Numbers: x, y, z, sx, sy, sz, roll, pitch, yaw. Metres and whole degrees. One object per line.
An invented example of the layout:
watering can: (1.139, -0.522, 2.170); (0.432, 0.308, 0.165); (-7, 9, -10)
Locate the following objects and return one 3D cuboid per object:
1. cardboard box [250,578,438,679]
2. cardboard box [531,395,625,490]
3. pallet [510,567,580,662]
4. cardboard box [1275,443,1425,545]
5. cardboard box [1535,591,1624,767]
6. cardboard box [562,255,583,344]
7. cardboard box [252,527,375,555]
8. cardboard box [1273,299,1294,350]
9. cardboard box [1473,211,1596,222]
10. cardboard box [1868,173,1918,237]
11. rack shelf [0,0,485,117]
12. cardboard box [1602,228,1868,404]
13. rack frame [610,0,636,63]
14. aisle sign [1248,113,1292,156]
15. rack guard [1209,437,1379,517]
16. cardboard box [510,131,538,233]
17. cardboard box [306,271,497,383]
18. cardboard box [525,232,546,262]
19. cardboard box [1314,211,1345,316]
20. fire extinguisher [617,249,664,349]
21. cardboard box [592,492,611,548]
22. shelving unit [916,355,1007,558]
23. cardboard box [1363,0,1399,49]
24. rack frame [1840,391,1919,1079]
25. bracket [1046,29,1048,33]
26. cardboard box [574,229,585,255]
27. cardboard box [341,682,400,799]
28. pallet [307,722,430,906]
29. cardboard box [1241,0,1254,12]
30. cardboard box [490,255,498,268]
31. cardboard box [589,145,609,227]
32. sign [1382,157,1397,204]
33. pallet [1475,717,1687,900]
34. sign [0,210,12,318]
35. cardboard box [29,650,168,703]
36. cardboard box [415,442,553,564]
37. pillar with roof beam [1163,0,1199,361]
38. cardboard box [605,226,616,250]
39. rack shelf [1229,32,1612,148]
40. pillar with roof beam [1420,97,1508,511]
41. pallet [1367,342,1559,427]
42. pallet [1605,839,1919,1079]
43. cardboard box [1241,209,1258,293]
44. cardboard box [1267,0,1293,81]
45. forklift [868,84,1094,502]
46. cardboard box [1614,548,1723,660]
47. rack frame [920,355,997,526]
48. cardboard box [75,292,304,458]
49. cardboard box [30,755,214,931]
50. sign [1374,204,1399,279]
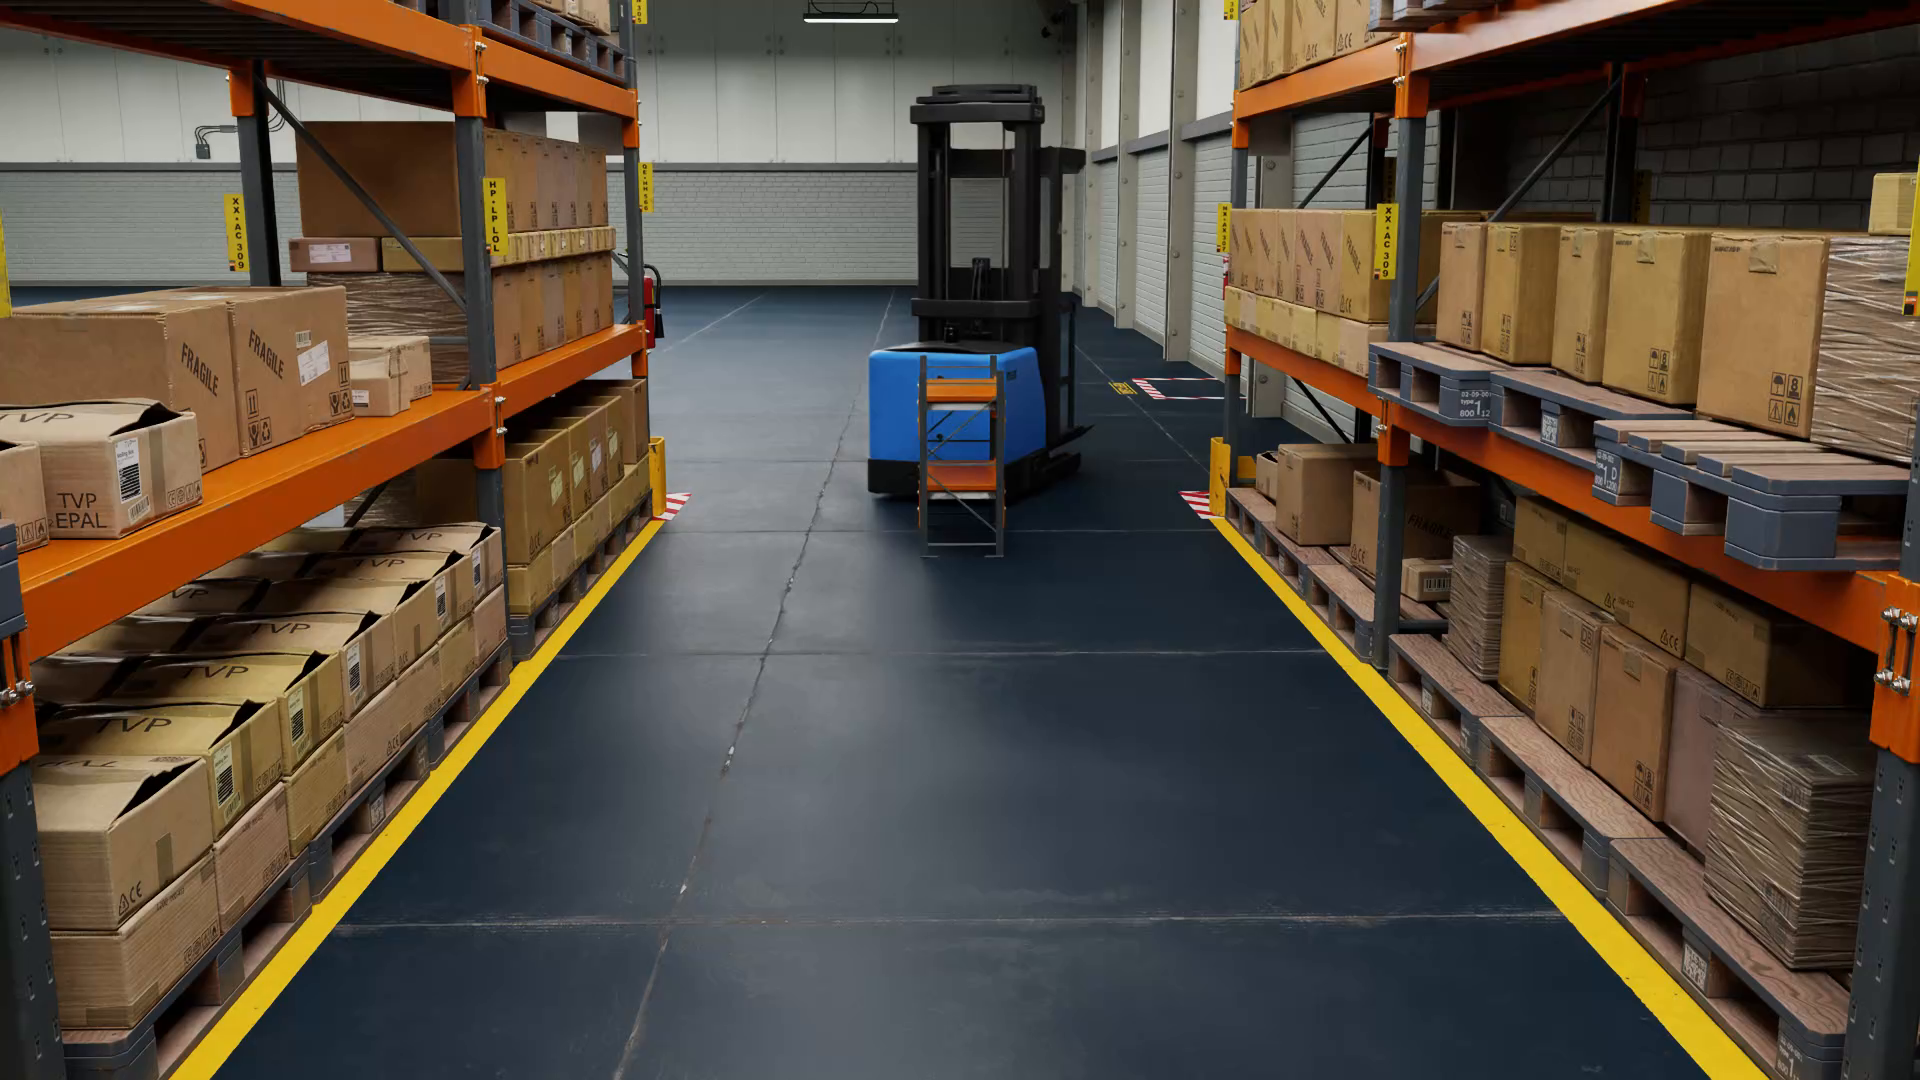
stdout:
cardboard box: (-2.227, 0.288, 6.043); (0.500, 0.311, 0.500); (0, 11, -1)
cardboard box: (-2.286, -0.577, 9.834); (0.500, 0.500, 0.500); (0, 11, -1)
pallet: (-2.522, 0.348, 8.314); (1.003, 0.211, 1.213); (0, 11, -1)
cardboard box: (2.224, -0.270, 9.526); (0.700, 0.500, 0.500); (-1, 12, -5)
cardboard box: (2.468, 0.478, 5.838); (0.700, 0.500, 0.500); (0, 11, -1)
cardboard box: (-2.613, -1.409, 9.707); (0.700, 0.500, 0.500); (0, 11, -1)
cardboard box: (-2.788, 0.090, 7.022); (0.500, 0.311, 0.500); (0, 11, -1)
cardboard box: (2.053, -1.210, 9.305); (0.500, 0.250, 0.500); (0, 11, -1)
cardboard box: (2.605, -1.280, 7.763); (0.500, 0.500, 0.500); (-1, 11, -2)
cardboard box: (2.430, -0.801, 3.975); (0.380, 0.149, 0.250); (-2, 12, -11)
rack shelf: (-2.506, -1.580, 5.070); (1.077, 0.370, 4.000); (0, 11, -1)
cardboard box: (2.420, -0.692, 5.068); (0.700, 0.500, 0.500); (0, 11, -1)
rack frame: (-2.630, -4.596, 10.579); (1.000, 3.000, 0.127); (0, 11, -1)
aisle sign: (2.021, -2.964, 11.086); (0.394, 0.787, 0.004); (0, 11, -1)
rack guard: (2.324, -0.437, 11.454); (1.175, 0.500, 0.348); (0, 11, -1)
cardboard box: (-2.584, -1.833, 8.538); (0.700, 0.500, 0.500); (0, 11, -1)
cardboard box: (-2.563, -0.998, 7.681); (0.700, 0.500, 0.500); (-1, 11, -3)
cardboard box: (-2.390, -1.538, 8.712); (0.380, 0.149, 0.250); (-1, 11, -3)
cardboard box: (2.071, -1.377, 8.245); (0.500, 0.500, 0.500); (0, 11, -1)
fire extinguisher: (-2.168, -1.643, 11.309); (0.296, 0.674, 0.183); (0, 11, -1)
cardboard box: (-2.280, -0.110, 9.418); (0.500, 0.250, 0.500); (0, 11, -1)
shelving unit: (0.000, -0.550, 10.441); (0.538, 1.125, 1.048); (0, 11, -1)
cardboard box: (2.148, -2.510, 7.542); (0.500, 0.500, 0.500); (0, 11, 0)
rack frame: (2.485, -0.086, 3.441); (0.949, 2.616, 0.053); (0, 11, -1)
bracket: (2.182, -12.644, 41.195); (0.076, 0.066, 3.189); (0, 11, -1)
cardboard box: (-2.410, -1.742, 9.720); (0.380, 0.149, 0.250); (0, 11, 1)
cardboard box: (-2.220, 0.666, 5.592); (0.500, 0.250, 0.500); (0, 11, 0)
pallet: (-2.465, 0.895, 5.614); (1.003, 0.211, 1.213); (0, 11, -1)
cardboard box: (2.088, -3.618, 10.488); (0.500, 0.500, 0.500); (-1, 12, -5)
cardboard box: (-2.364, -1.332, 7.695); (0.380, 0.149, 0.250); (0, 11, 0)
cardboard box: (-2.632, -2.237, 10.527); (0.700, 0.500, 0.500); (0, 11, -1)
sign: (2.878, -2.397, 11.125); (0.100, 0.325, 0.005); (0, 11, -1)
pallet: (2.451, 0.883, 5.676); (1.003, 0.211, 1.213); (0, 11, -1)
sign: (-1.922, -0.598, 3.250); (0.100, 0.325, 0.005); (0, 11, -1)
cardboard box: (-2.746, 0.495, 5.025); (0.500, 0.311, 0.500); (0, 11, -2)
cardboard box: (-2.244, -0.180, 7.874); (0.500, 0.500, 0.500); (0, 11, -1)
pillar with roof beam: (-1.350, -6.849, 21.686); (9.100, 9.000, 0.400); (0, 11, -1)
cardboard box: (-2.431, -1.947, 10.731); (0.380, 0.149, 0.250); (0, 11, -2)
rack shelf: (2.364, -2.397, 9.093); (1.077, 0.370, 4.000); (0, 11, -1)
pillar with roof beam: (-1.102, -4.464, 9.928); (9.100, 9.000, 0.400); (0, 11, -1)
pallet: (2.276, -0.635, 6.628); (1.003, 0.211, 1.213); (0, 11, -1)
pallet: (2.473, 1.125, 4.484); (1.003, 0.211, 1.213); (0, 11, -1)
cardboard box: (2.032, -1.786, 10.260); (0.500, 0.500, 0.500); (0, 11, -1)
cardboard box: (2.070, -2.928, 9.601); (0.500, 0.500, 0.500); (0, 11, 1)
forklift: (0.319, -1.955, 12.823); (1.130, 2.935, 3.031); (4, 12, 20)
cardboard box: (2.456, 0.197, 5.339); (0.500, 0.250, 0.500); (0, 11, -1)
rack frame: (-0.010, -0.651, 10.939); (0.500, 1.125, 0.032); (0, 11, -1)
cardboard box: (-2.526, -0.553, 5.487); (0.500, 0.500, 0.500); (0, 11, -1)
cardboard box: (-2.182, 0.696, 4.032); (0.500, 0.311, 0.500); (0, 11, 1)
sign: (1.863, -1.302, 7.256); (0.100, 0.325, 0.005); (0, 11, -1)
